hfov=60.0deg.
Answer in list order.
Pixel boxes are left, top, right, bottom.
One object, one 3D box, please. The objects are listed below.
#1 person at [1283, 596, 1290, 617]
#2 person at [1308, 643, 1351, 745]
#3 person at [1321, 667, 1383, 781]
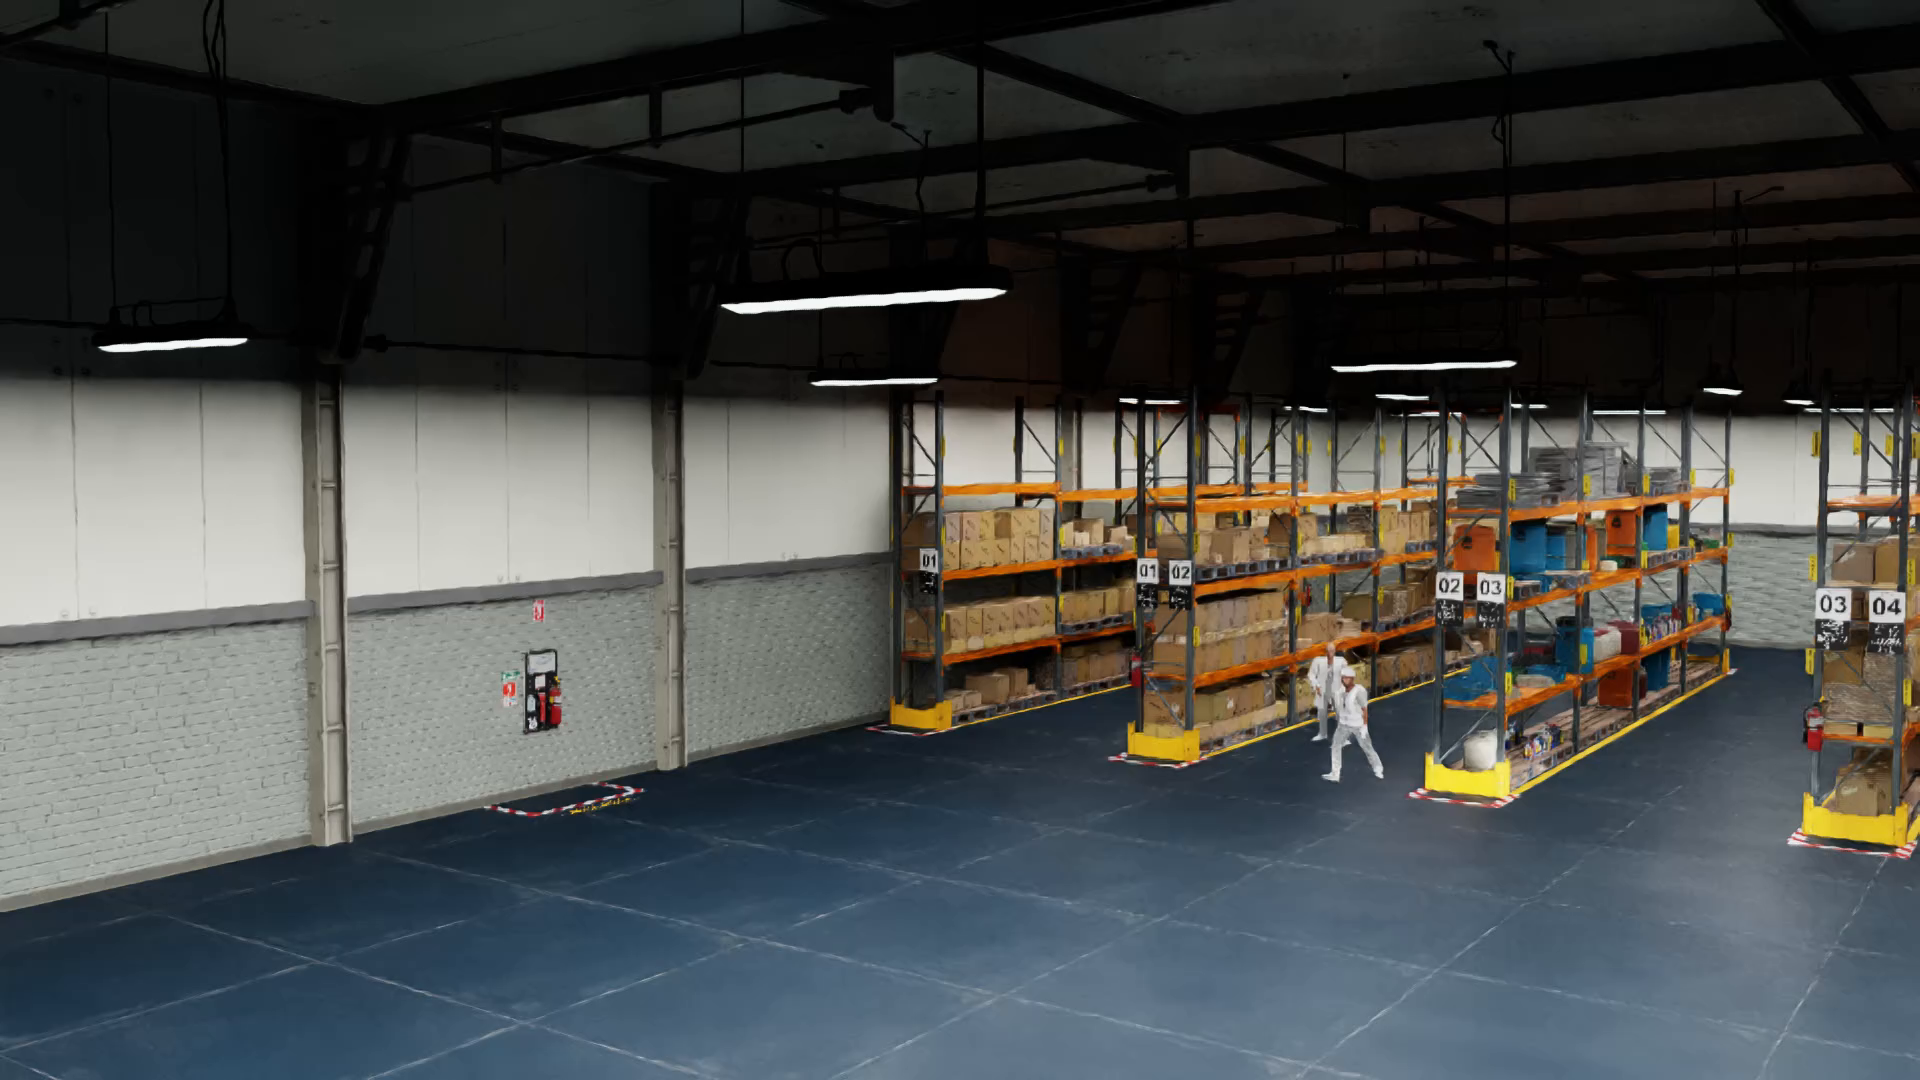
[{"bbox_3d":[7.663,2.047,38.784,0.417,1.517,1.036,2,4,38],"label":"person"},{"bbox_3d":[6.220,2.566,27.911,0.734,1.717,0.869,1,3,17],"label":"person"},{"bbox_3d":[5.893,2.746,24.860,0.983,1.731,0.605,-2,4,-35],"label":"person"}]
